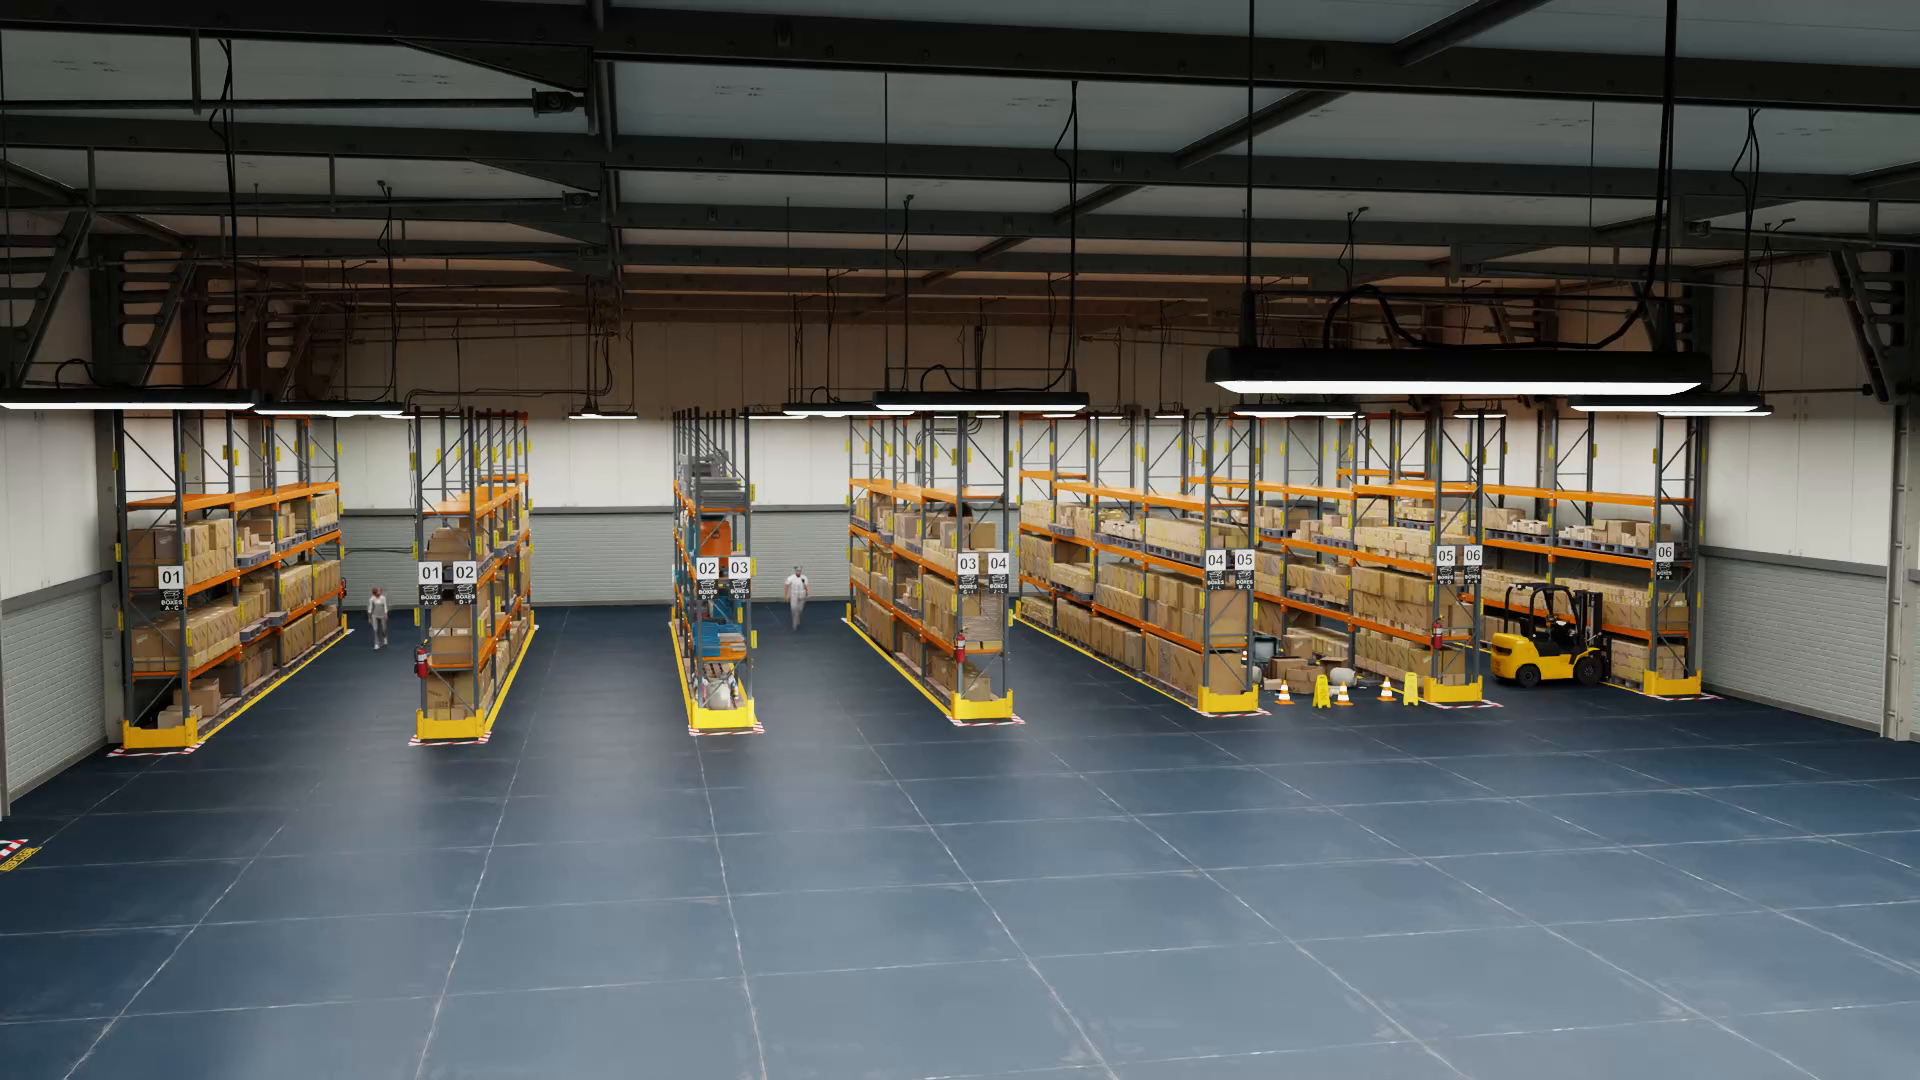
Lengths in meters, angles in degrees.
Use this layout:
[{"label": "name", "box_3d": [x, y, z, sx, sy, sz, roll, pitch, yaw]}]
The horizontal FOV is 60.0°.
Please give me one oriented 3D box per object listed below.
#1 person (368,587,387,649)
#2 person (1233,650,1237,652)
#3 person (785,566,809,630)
[{"label": "person", "box_3d": [-14.679, 1.948, 41.903, 0.445, 1.570, 0.624, -1, 4, -14]}, {"label": "person", "box_3d": [6.428, 2.046, 39.635, 0.371, 1.734, 0.583, 0, 4, 4]}, {"label": "person", "box_3d": [-4.517, 1.584, 46.261, 0.650, 1.765, 0.985, -1, 4, -12]}]
